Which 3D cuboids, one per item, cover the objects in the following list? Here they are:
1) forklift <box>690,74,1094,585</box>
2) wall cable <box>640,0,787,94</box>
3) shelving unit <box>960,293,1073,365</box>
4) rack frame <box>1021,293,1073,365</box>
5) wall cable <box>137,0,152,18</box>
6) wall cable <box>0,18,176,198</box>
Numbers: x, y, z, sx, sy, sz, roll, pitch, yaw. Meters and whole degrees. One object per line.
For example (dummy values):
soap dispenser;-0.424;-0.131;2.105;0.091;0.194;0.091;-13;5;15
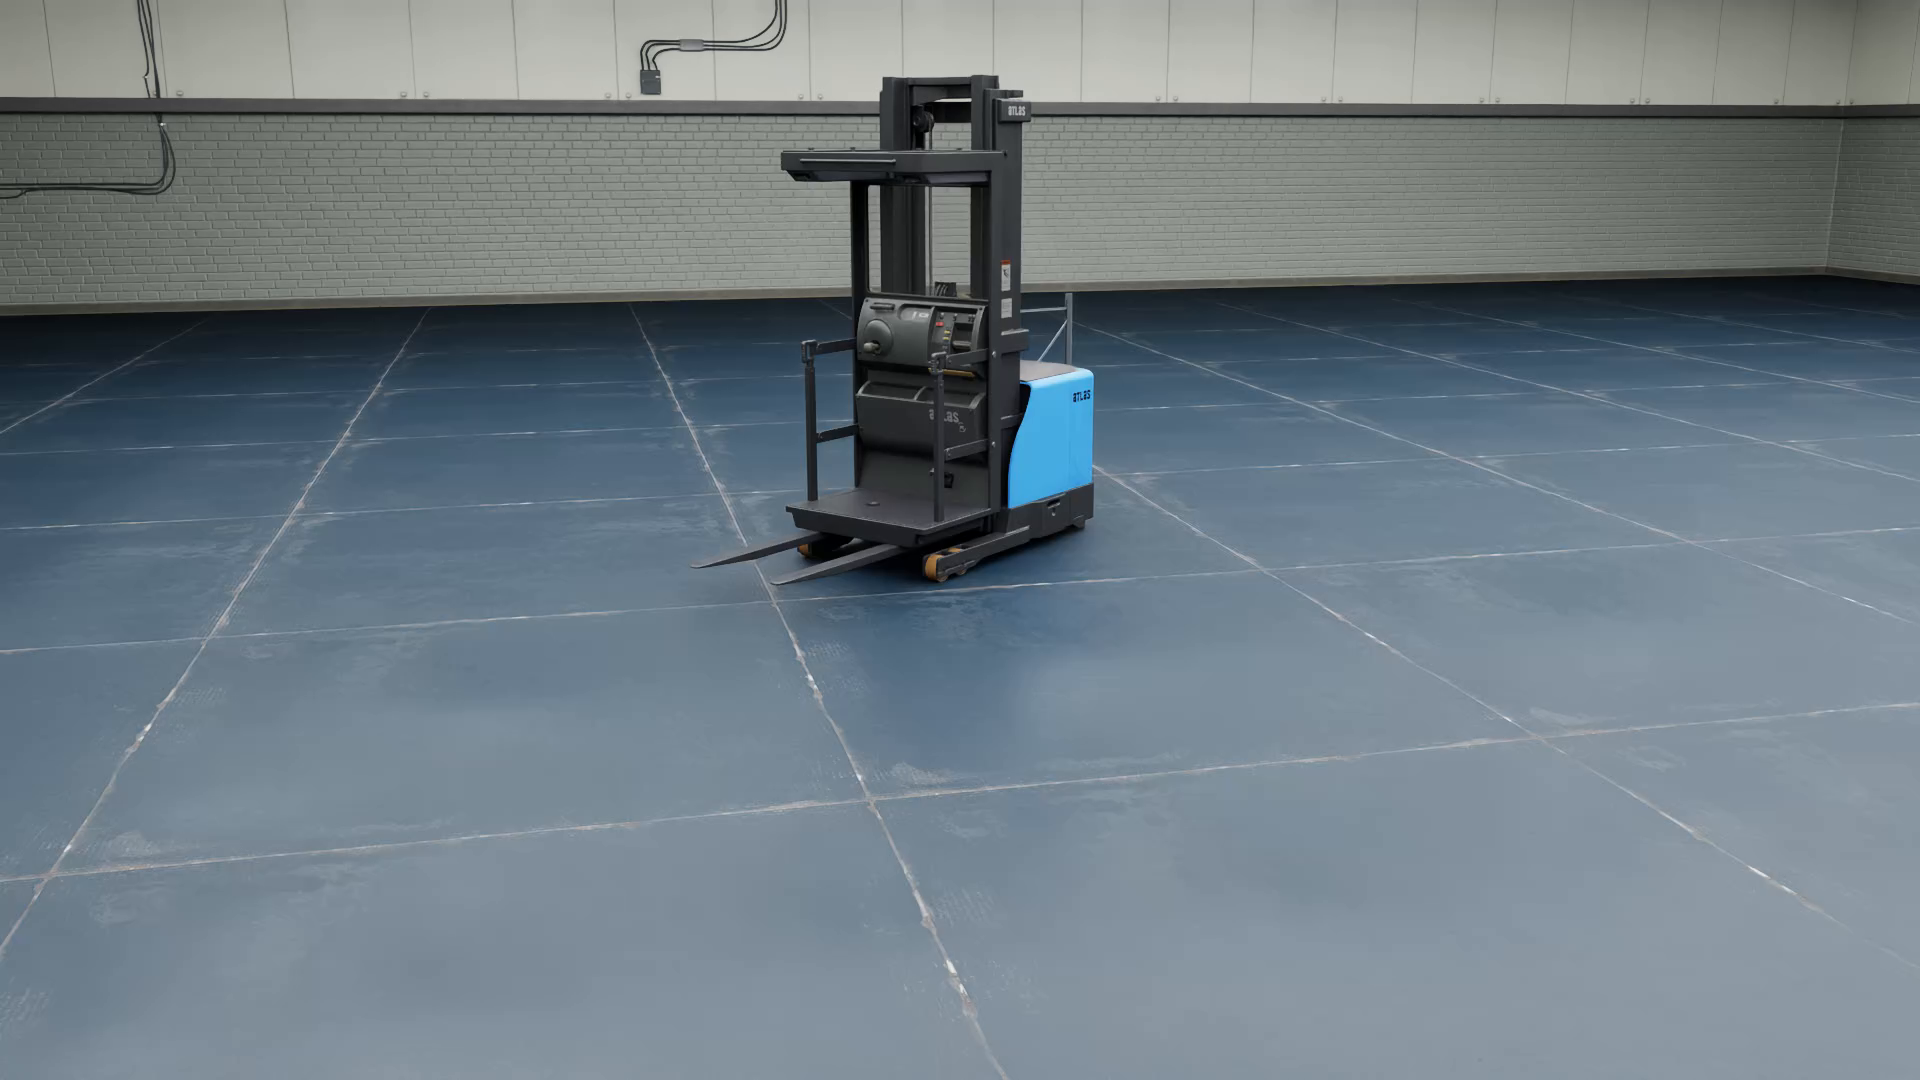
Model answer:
forklift;-0.368;-1.304;10.088;1.130;2.935;3.031;10;17;35
wall cable;-3.815;-9.893;25.295;2.305;6.003;0.169;-3;14;-13
shelving unit;0.316;-1.085;12.206;0.587;1.500;1.083;-8;16;-30
rack frame;0.572;-0.983;11.790;0.500;1.500;0.032;-8;16;-30
wall cable;-10.417;-8.811;23.934;3.097;2.526;0.112;-3;14;-13
wall cable;-13.047;-6.207;23.916;3.097;2.526;0.112;-3;14;-13
